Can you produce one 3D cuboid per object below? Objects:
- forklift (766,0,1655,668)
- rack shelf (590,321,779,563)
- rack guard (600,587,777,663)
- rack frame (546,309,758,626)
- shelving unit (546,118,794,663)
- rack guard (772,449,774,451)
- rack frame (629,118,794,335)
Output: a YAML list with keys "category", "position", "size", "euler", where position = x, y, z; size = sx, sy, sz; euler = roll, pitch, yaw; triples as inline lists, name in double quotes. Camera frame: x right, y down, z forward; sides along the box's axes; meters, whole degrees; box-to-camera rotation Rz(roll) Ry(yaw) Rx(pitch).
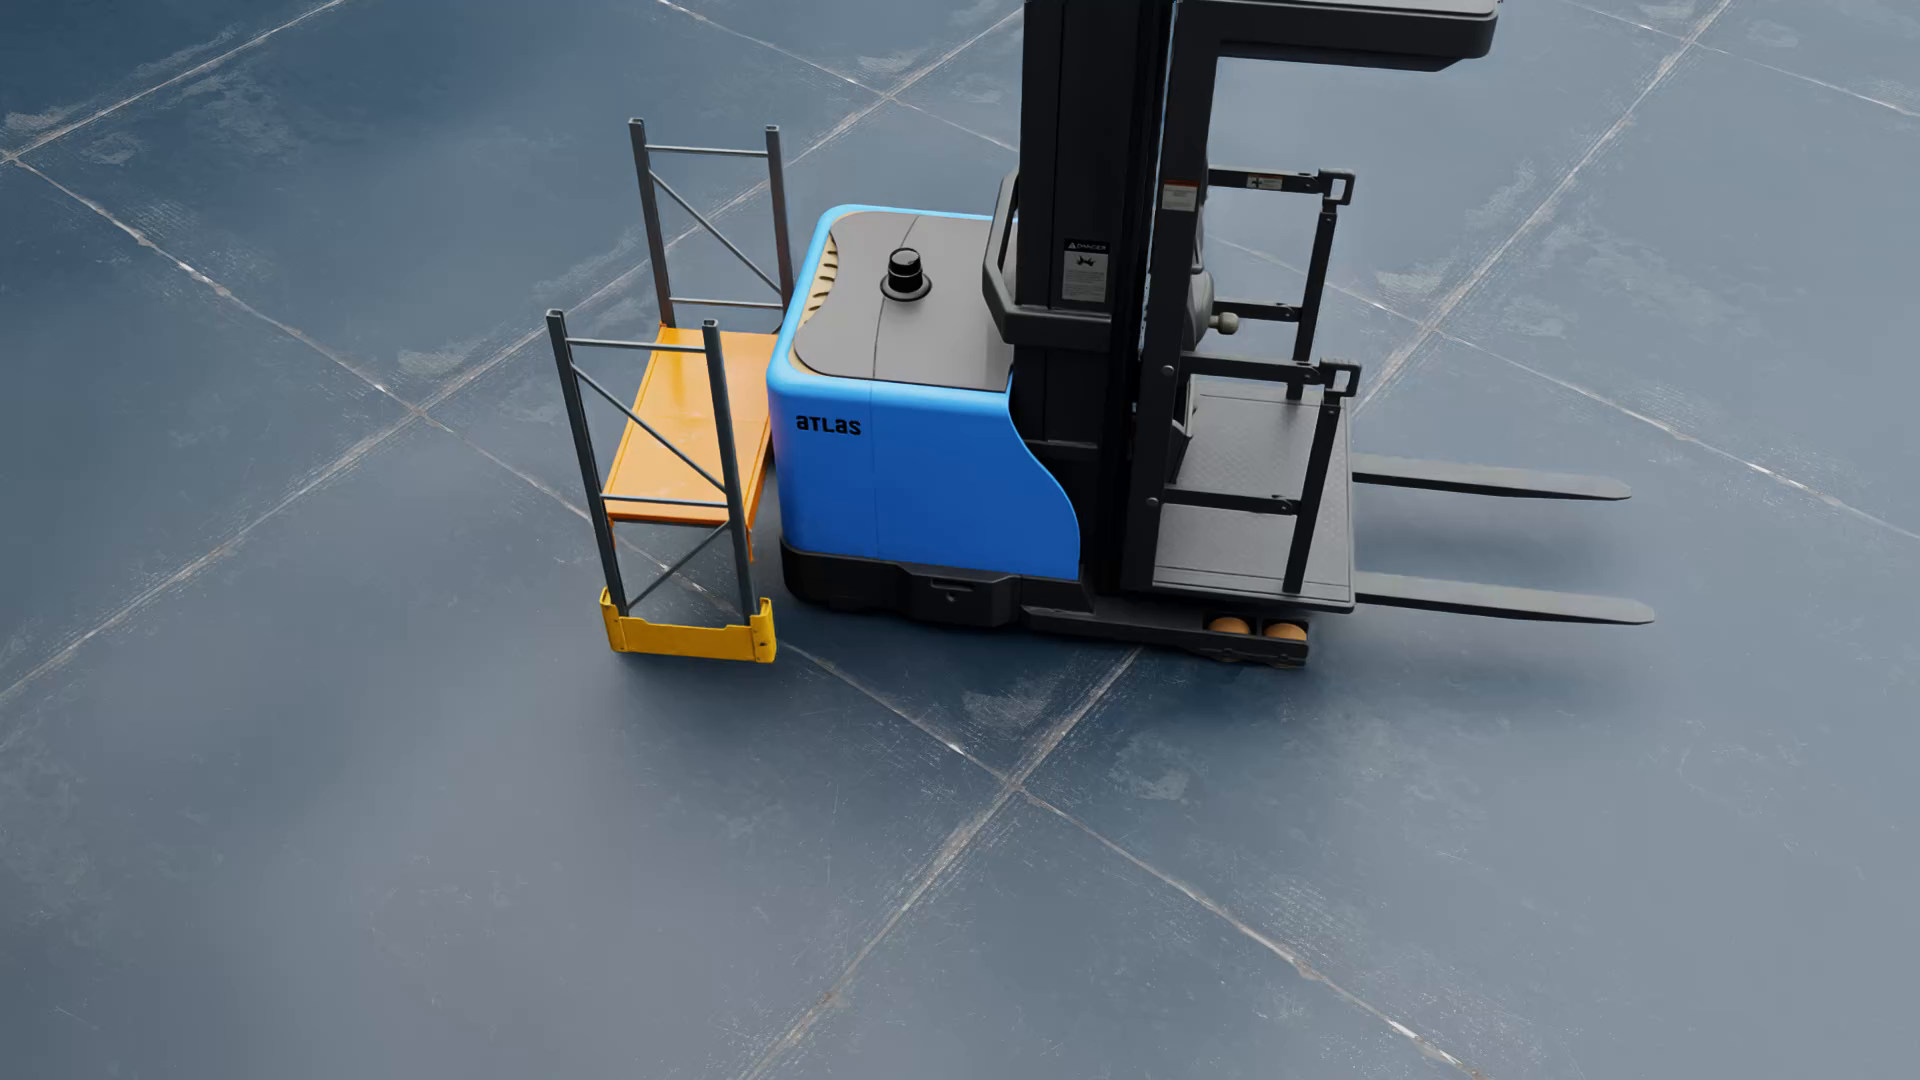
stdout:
- category: "forklift"
  position: [0.924, -0.978, 5.157]
  size: [3.031, 2.935, 1.130]
  euler: [6, 47, 6]
- category: "rack shelf"
  position: [-0.895, -0.364, 5.809]
  size: [0.538, 0.185, 1.000]
  euler: [4, 46, 4]
- category: "rack guard"
  position: [-0.943, 0.296, 5.795]
  size: [0.587, 0.250, 0.087]
  euler: [4, 46, 4]
- category: "rack frame"
  position: [-0.945, -0.122, 5.329]
  size: [0.500, 1.500, 0.032]
  euler: [4, 46, 4]
- category: "shelving unit"
  position: [-0.894, -0.494, 5.685]
  size: [0.587, 1.500, 1.083]
  euler: [4, 46, 4]
- category: "rack guard"
  position: [-0.845, -0.421, 6.479]
  size: [0.587, 0.250, 0.087]
  euler: [4, 46, 4]
- category: "rack frame"
  position: [-0.845, -0.854, 6.028]
  size: [0.500, 1.500, 0.032]
  euler: [4, 46, 4]
